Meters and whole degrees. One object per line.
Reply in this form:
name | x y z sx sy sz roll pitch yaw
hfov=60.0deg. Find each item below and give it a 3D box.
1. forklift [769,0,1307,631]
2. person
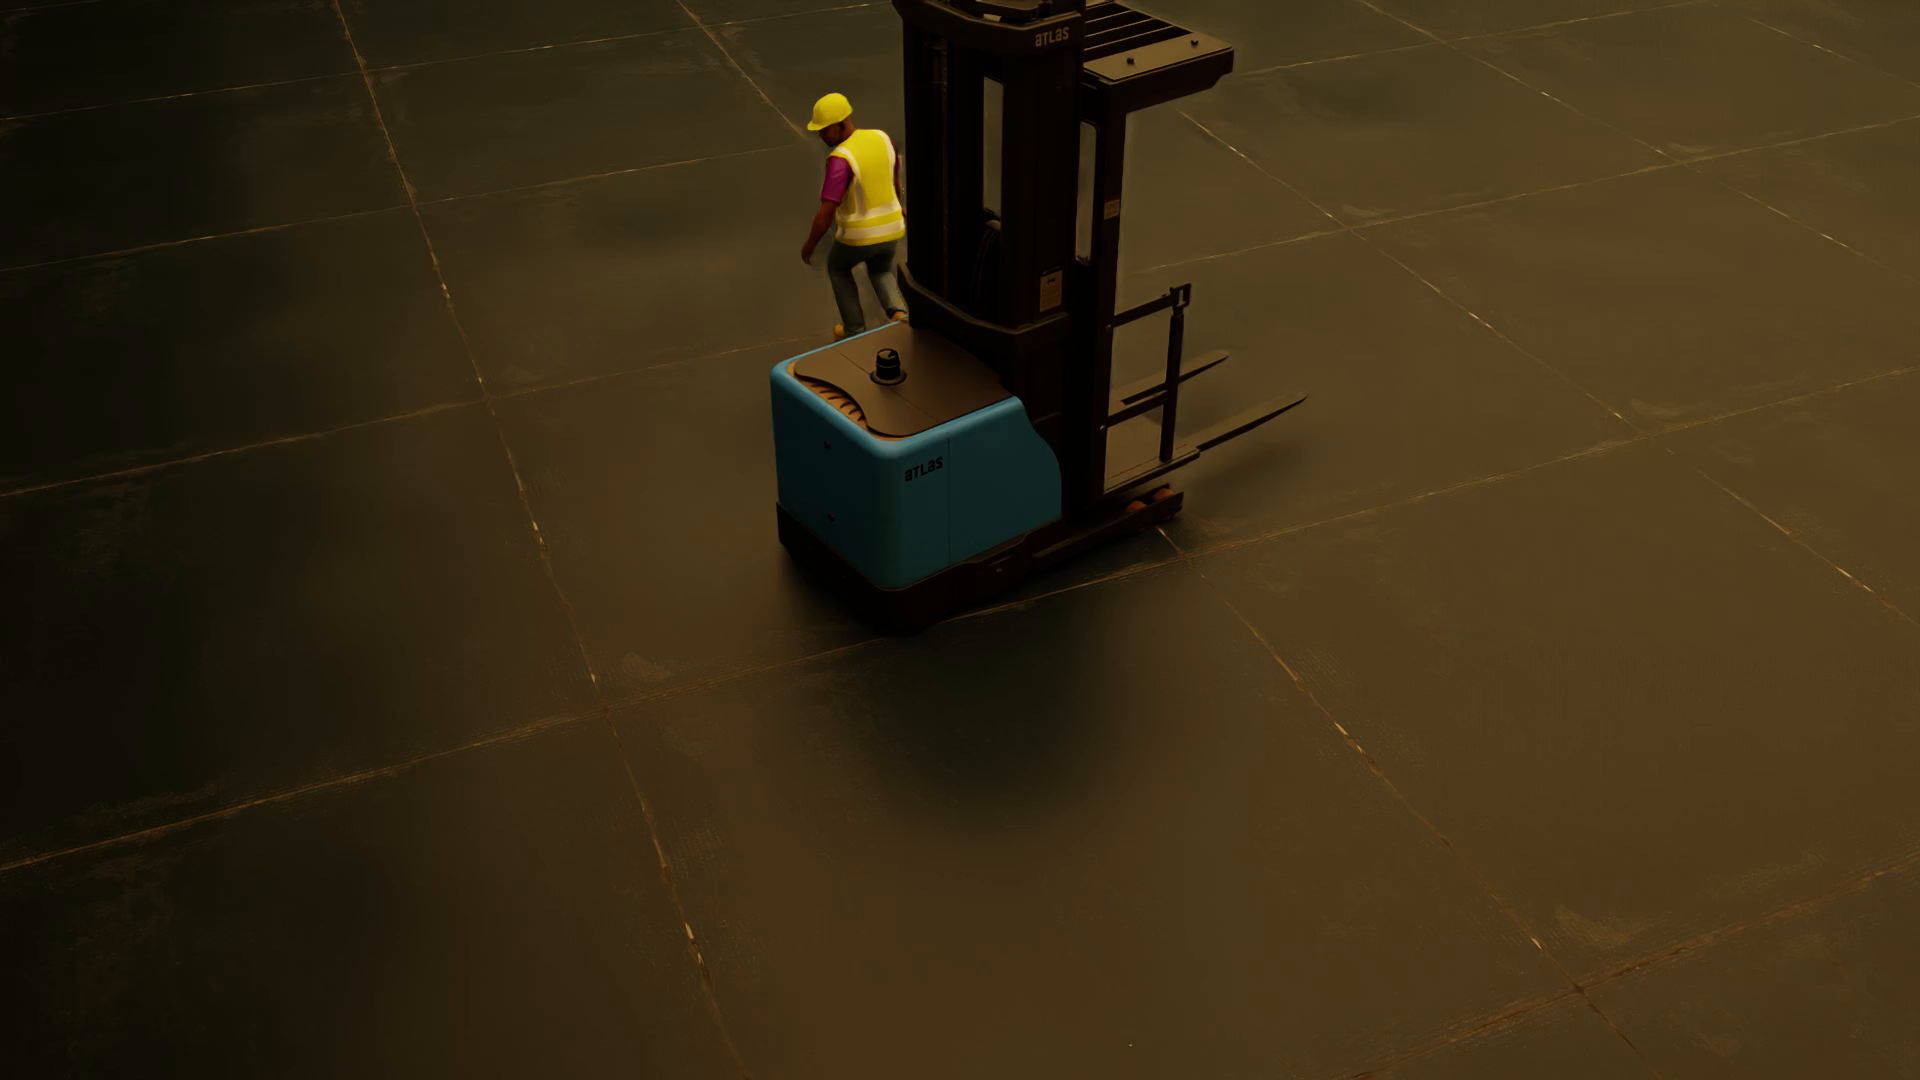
forklift | 0.553 -1.451 8.139 3.031 2.935 1.130 -24 42 -30
person | -0.554 -1.876 9.944 0.872 1.555 0.647 -23 41 -29
